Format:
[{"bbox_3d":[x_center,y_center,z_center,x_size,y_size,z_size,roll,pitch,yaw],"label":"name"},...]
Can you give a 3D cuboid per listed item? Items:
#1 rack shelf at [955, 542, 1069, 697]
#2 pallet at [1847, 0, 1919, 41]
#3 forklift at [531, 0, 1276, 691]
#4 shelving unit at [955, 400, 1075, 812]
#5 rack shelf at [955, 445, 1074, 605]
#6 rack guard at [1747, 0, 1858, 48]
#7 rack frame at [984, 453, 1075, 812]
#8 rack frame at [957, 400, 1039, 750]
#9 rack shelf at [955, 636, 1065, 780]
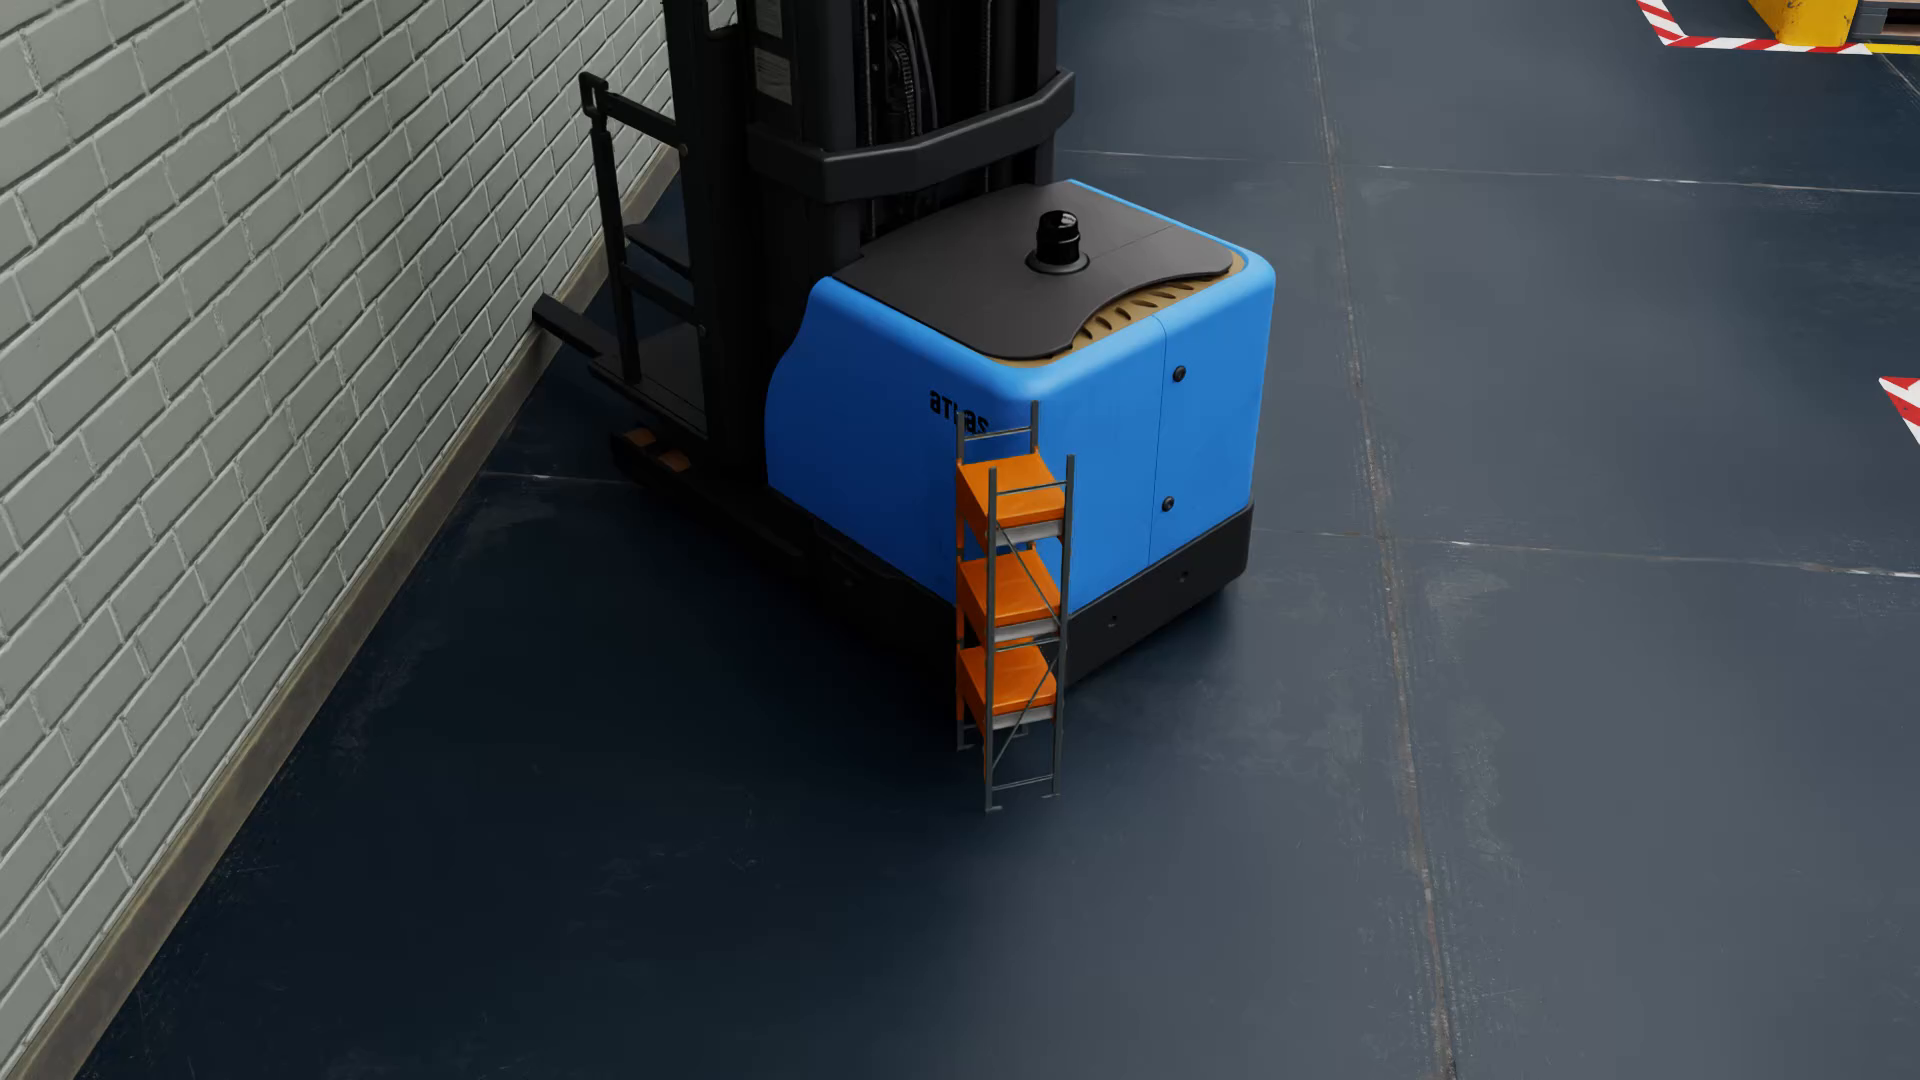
[{"bbox_3d":[0.124,0.194,4.093,0.215,0.259,0.240,-10,37,-14],"label":"rack shelf"},{"bbox_3d":[5.518,-3.072,9.373,1.213,0.211,1.003,4,36,6],"label":"pallet"},{"bbox_3d":[-0.510,-1.499,4.827,1.130,2.935,3.031,-29,44,-34],"label":"forklift"},{"bbox_3d":[0.124,0.185,4.087,0.215,1.050,0.252,-10,37,-14],"label":"shelving unit"},{"bbox_3d":[0.124,-0.037,3.928,0.215,0.259,0.240,-10,37,-14],"label":"rack shelf"},{"bbox_3d":[4.691,-3.206,9.312,0.348,0.500,1.175,4,36,6],"label":"rack guard"},{"bbox_3d":[0.160,0.253,3.992,0.200,1.050,0.008,-10,37,-14],"label":"rack frame"},{"bbox_3d":[0.089,0.117,4.182,0.200,1.050,0.008,-10,37,-14],"label":"rack frame"},{"bbox_3d":[0.124,0.420,4.254,0.215,0.259,0.240,-10,37,-14],"label":"rack shelf"}]
